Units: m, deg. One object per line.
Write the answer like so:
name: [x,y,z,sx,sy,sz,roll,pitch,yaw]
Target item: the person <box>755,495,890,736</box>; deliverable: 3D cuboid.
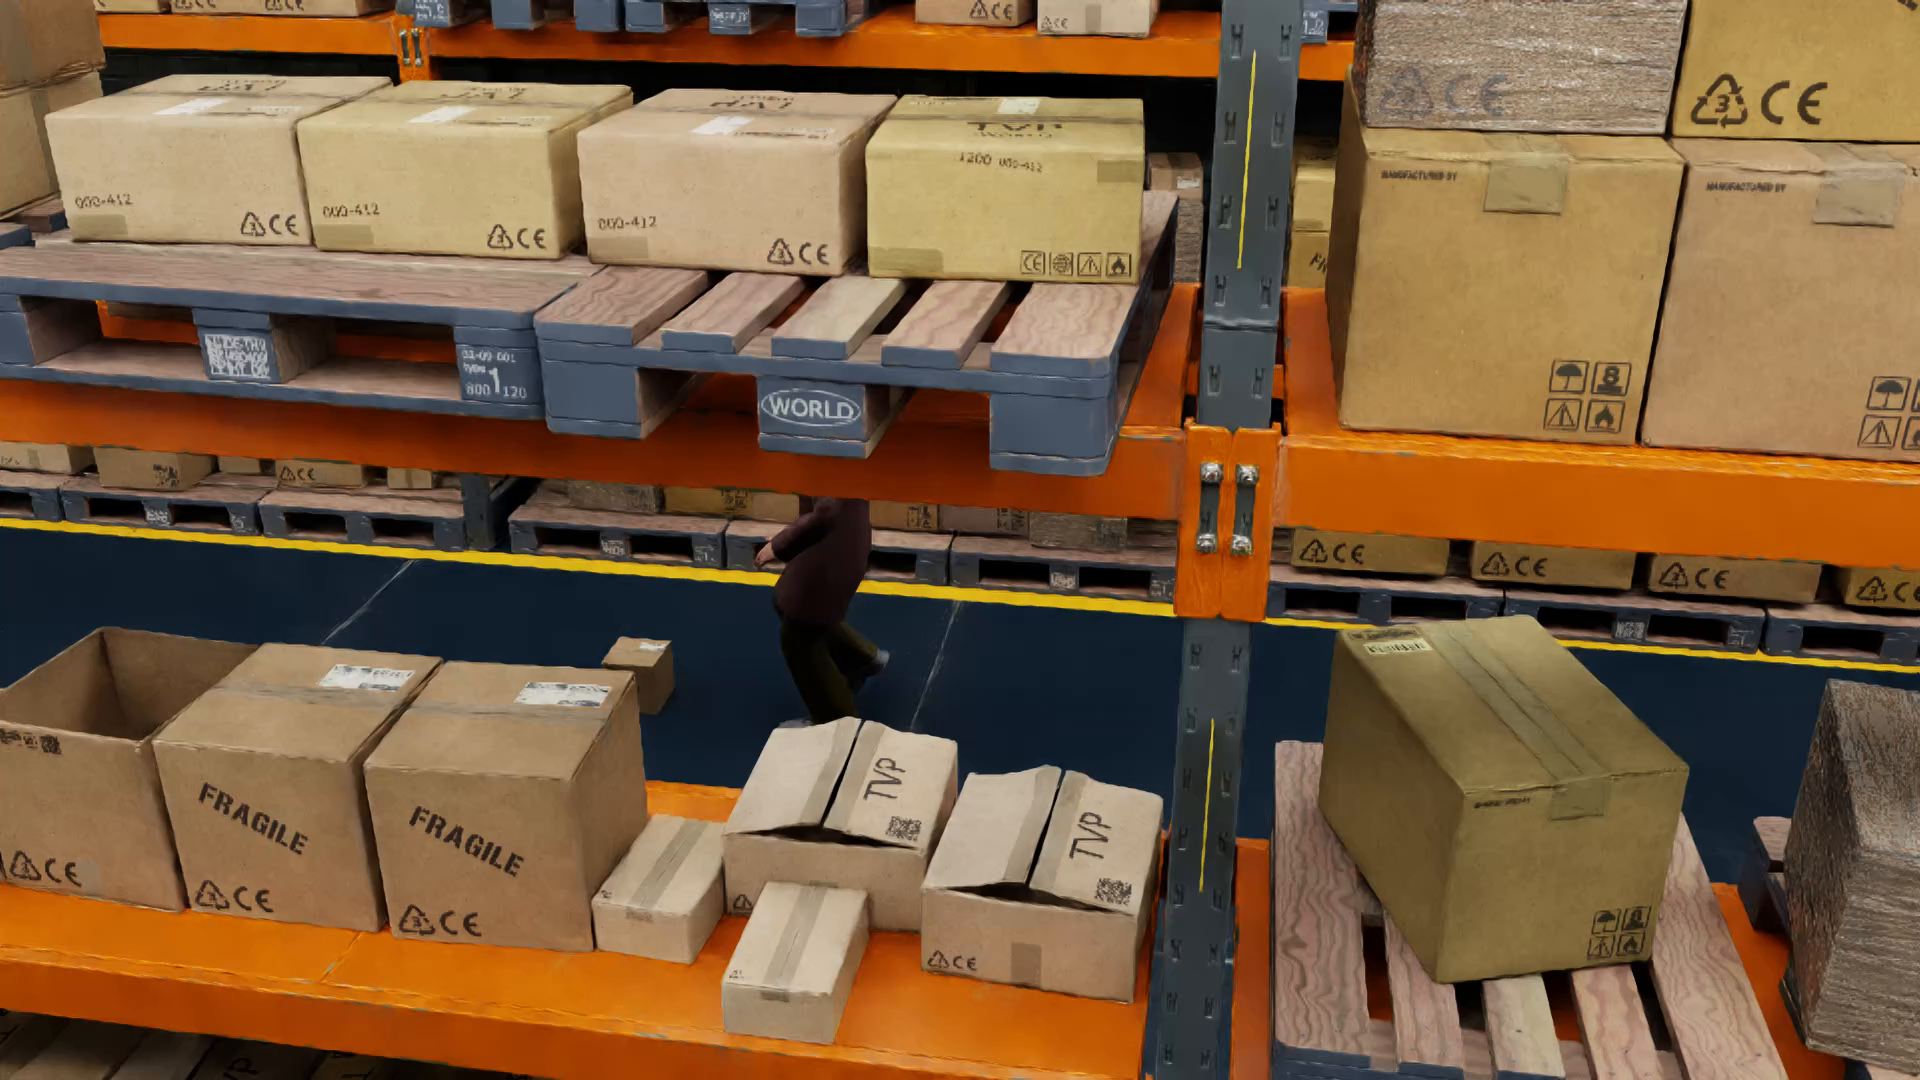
person: [-0.583,0.053,7.044,0.520,1.747,0.787,3,25,5]
